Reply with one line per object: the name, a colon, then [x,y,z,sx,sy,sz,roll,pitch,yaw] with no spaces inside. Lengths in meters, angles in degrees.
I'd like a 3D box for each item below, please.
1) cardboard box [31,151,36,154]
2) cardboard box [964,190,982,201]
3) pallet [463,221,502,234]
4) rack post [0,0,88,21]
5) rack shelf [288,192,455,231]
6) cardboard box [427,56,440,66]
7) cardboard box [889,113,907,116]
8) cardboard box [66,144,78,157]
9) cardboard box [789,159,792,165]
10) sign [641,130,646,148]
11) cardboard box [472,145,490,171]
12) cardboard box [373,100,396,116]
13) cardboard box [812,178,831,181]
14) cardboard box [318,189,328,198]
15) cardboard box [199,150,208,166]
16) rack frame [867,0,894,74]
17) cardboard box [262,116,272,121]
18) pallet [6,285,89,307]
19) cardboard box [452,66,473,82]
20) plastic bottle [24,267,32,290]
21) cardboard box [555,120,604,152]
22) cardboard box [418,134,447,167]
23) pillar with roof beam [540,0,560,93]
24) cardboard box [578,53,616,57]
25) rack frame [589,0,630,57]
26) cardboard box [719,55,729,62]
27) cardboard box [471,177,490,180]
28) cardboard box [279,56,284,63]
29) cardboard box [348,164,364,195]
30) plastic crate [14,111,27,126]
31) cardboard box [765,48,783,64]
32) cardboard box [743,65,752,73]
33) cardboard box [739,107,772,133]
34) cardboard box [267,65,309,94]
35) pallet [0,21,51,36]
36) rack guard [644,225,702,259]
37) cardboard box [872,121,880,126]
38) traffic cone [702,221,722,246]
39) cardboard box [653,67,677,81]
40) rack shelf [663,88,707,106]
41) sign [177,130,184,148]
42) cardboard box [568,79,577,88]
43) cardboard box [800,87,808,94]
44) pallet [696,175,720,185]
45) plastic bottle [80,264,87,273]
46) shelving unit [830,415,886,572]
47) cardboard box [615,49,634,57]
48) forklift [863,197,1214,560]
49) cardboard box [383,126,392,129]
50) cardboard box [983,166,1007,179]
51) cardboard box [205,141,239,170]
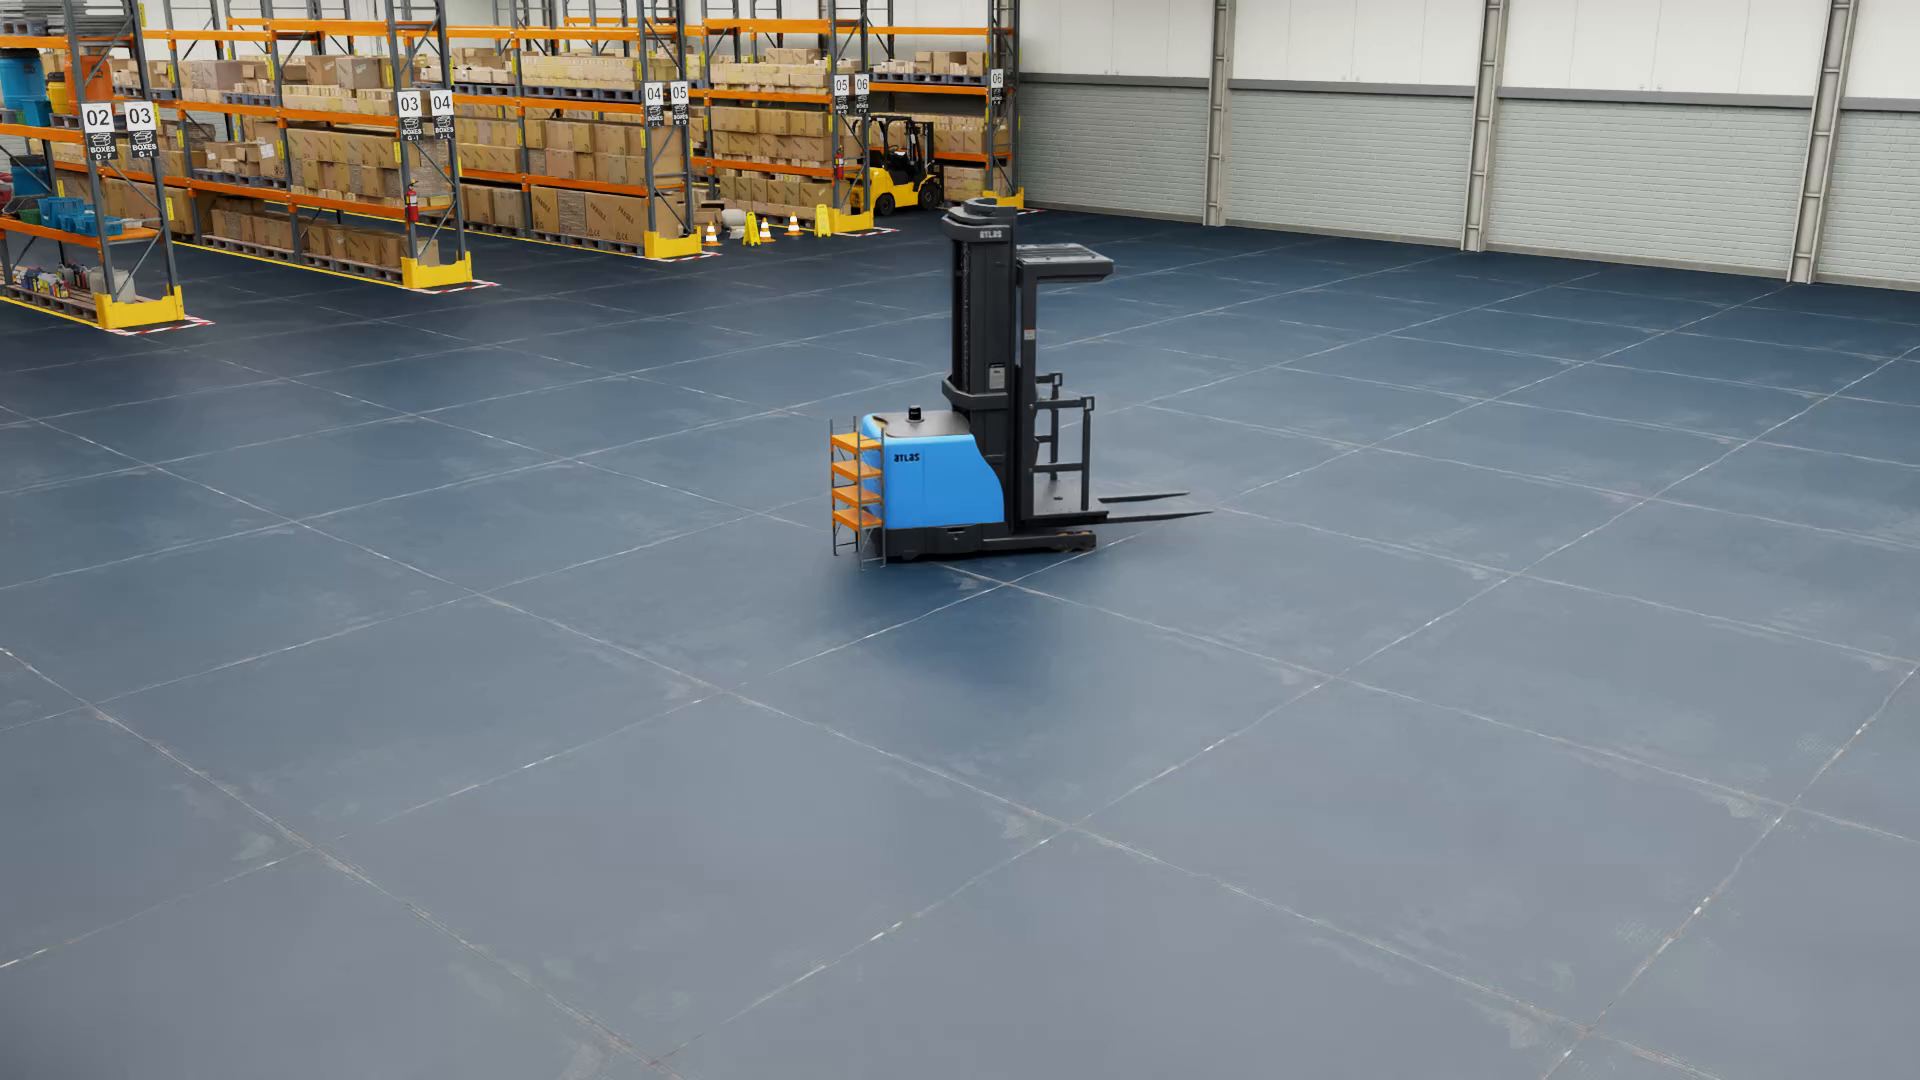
cardboard box: [-20.798,-8.749,37.686,0.250,0.149,0.380,15,23,40]
cardboard box: [0.432,-8.081,39.015,0.500,0.250,0.500,15,23,40]
pallet: [-10.045,-6.761,35.616,1.213,0.211,1.003,15,23,39]
rack post: [-13.635,-7.887,24.762,0.954,0.300,0.937,14,23,38]
rack shelf: [-10.373,-5.861,29.359,4.000,0.370,1.077,15,23,39]
cardboard box: [-13.870,-12.793,44.442,0.500,0.250,0.500,13,21,34]
cardboard box: [-1.505,-10.258,40.294,0.250,0.149,0.380,14,23,38]
cardboard box: [-19.127,-8.517,36.295,0.500,0.250,0.500,16,23,40]
cardboard box: [-3.472,-8.162,35.834,0.250,0.149,0.380,15,23,40]
sign: [-5.880,-7.449,30.868,0.005,0.325,0.100,15,23,39]
cardboard box: [-9.825,-8.002,34.752,0.500,0.500,0.500,15,23,40]
cardboard box: [-9.406,-7.200,27.678,0.500,0.250,0.500,16,23,40]
cardboard box: [-3.131,-7.625,36.339,0.500,0.500,0.500,14,22,37]
cardboard box: [-11.171,-6.170,29.558,0.250,0.149,0.380,15,23,39]
cardboard box: [-15.044,-7.616,33.533,0.500,0.500,0.500,16,24,41]
rack frame: [-1.999,-12.831,40.214,0.127,3.000,1.000,15,23,39]
cardboard box: [-16.561,-10.423,40.235,0.500,0.500,0.500,14,23,38]
pallet: [-14.682,-4.012,26.952,1.213,0.211,1.003,15,23,39]
cardboard box: [-10.339,-9.747,34.743,0.500,0.311,0.500,15,23,38]
plastic bottle: [-14.828,-4.176,26.512,0.185,0.351,0.144,16,24,41]
cardboard box: [-7.447,-7.988,32.839,0.550,0.550,0.875,15,23,39]
cardboard box: [-9.108,-6.641,28.316,0.500,0.500,0.500,15,23,39]
pillar with roof beam: [-15.250,-15.012,47.085,0.400,9.000,9.100,15,23,39]
cardboard box: [-8.665,-11.372,39.709,0.637,0.503,0.797,13,22,36]
rack frame: [-8.283,-12.510,39.204,0.127,3.000,1.000,15,23,39]
cardboard box: [-6.225,-12.677,43.785,0.250,0.149,0.380,14,23,38]
cardboard box: [-12.343,-9.763,44.006,0.875,0.438,0.875,14,22,38]
cardboard box: [-15.884,-11.355,39.285,0.250,0.149,0.380,15,23,39]
cardboard box: [-10.069,-6.292,28.870,0.500,0.500,0.875,15,23,39]
plastic crate: [-14.157,-6.435,25.371,0.450,0.188,0.336,15,23,39]
cardboard box: [-4.611,-12.299,42.473,0.500,0.500,0.500,15,23,40]
cardboard box: [-4.469,-10.203,35.989,0.250,0.149,0.380,14,22,37]
cardboard box: [-4.381,-9.162,36.260,0.500,0.500,0.700,14,23,38]
cardboard box: [-12.155,-8.402,30.351,0.637,0.503,0.797,14,22,37]
pallet: [-13.605,-7.660,24.893,1.213,0.211,1.003,15,23,39]
rack guard: [-5.491,-5.708,31.820,0.348,0.500,1.175,15,23,39]
cardboard box: [-1.935,-10.205,40.619,0.250,0.149,0.380,15,23,38]
traffic cone: [-4.964,-6.123,33.189,0.334,0.463,0.336,15,23,39]
cardboard box: [-5.700,-8.807,31.391,0.500,0.250,0.500,15,23,39]
rack shelf: [-6.787,-10.336,38.501,4.000,0.370,1.077,15,23,39]
sign: [-15.227,-7.834,32.473,0.005,0.325,0.100,15,23,39]
cardboard box: [-7.317,-8.810,32.058,0.250,0.149,0.380,15,23,40]
cardboard box: [-3.136,-9.467,34.987,0.250,0.149,0.380,16,24,41]
pallet: [-6.432,-9.849,45.345,1.213,0.211,1.003,15,23,39]
plastic bottle: [-14.098,-4.265,26.791,0.185,0.351,0.144,15,23,39]
shelving unit: [-0.855,-0.393,13.916,0.258,1.200,0.503,-10,20,-29]
cardboard box: [-9.279,-13.567,46.420,0.500,0.250,0.500,16,23,40]
forklift: [0.704,-1.439,14.347,3.031,2.935,1.130,-4,18,-12]
cardboard box: [-12.878,-9.326,37.824,0.250,0.149,0.380,15,23,39]
cardboard box: [0.759,-8.674,39.231,0.500,0.250,0.500,15,23,38]
cardboard box: [-14.430,-7.557,32.655,0.500,0.500,0.500,12,21,33]
